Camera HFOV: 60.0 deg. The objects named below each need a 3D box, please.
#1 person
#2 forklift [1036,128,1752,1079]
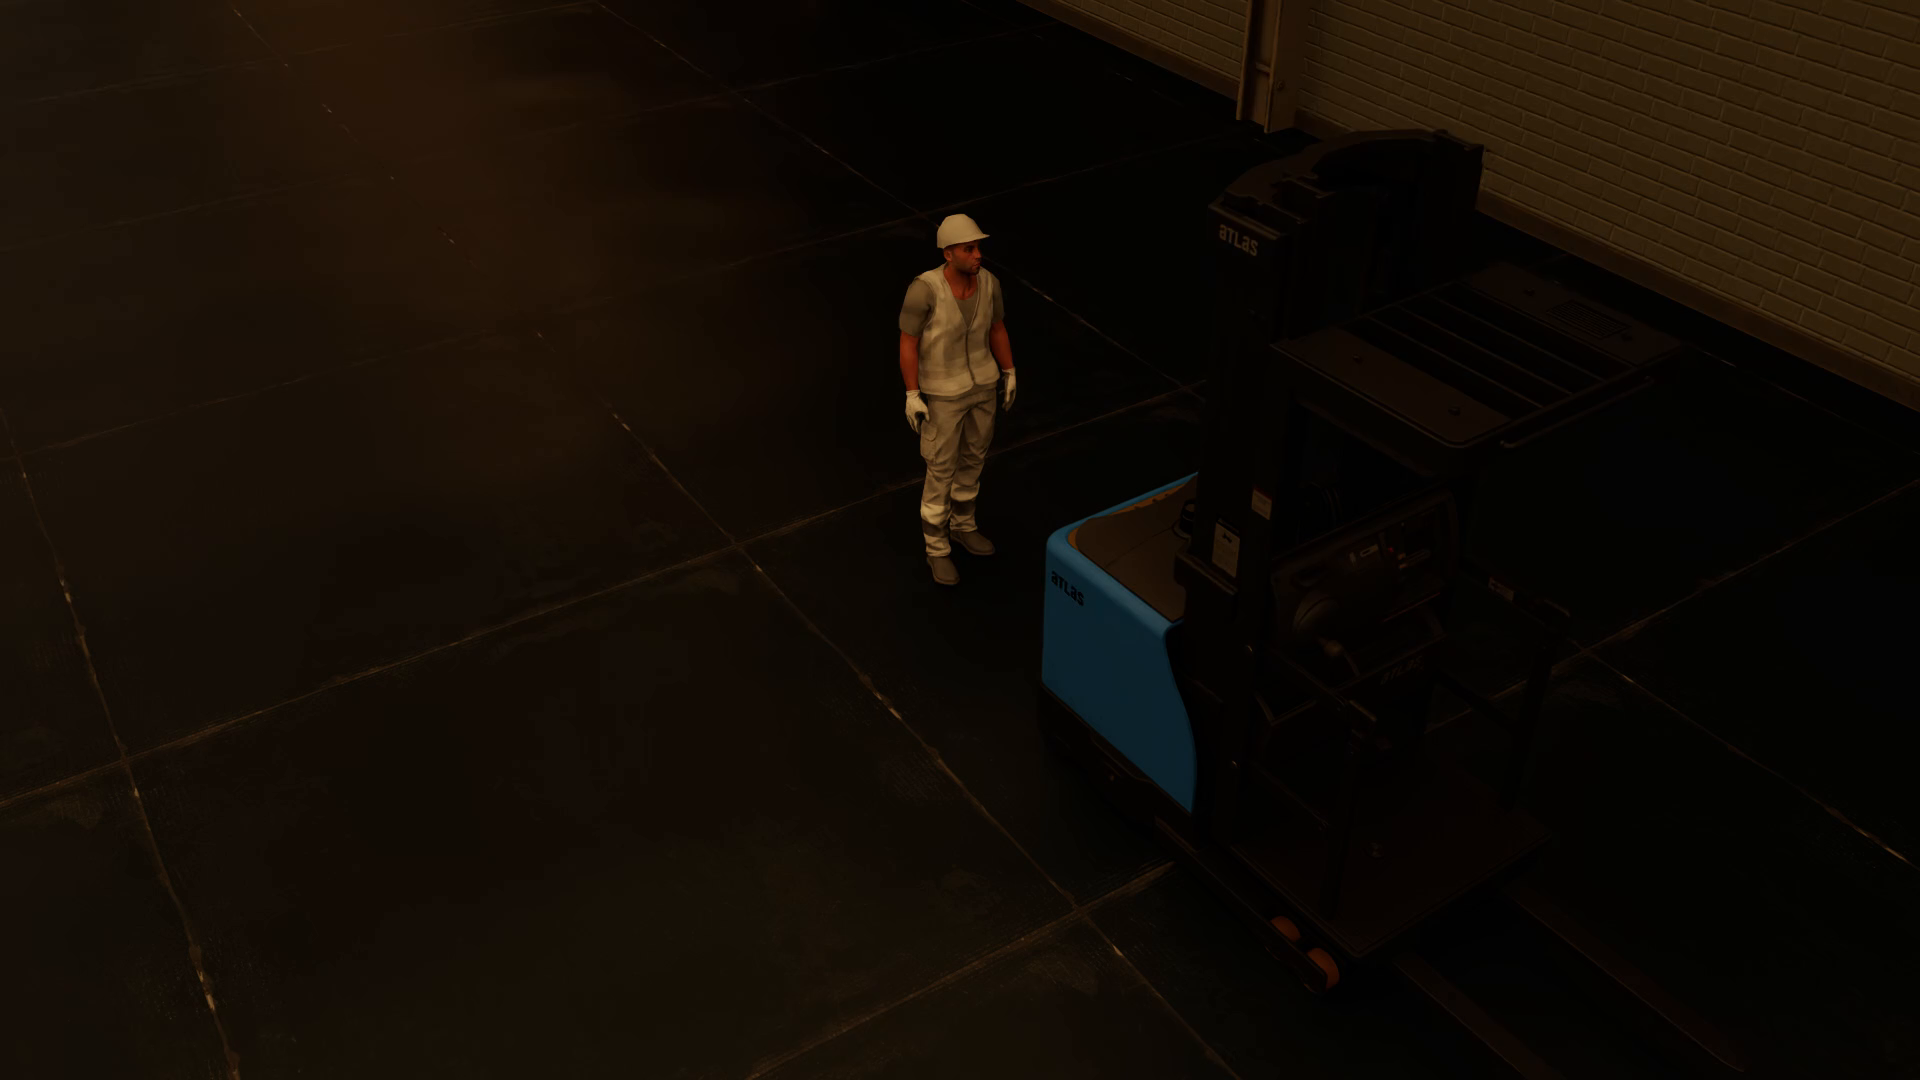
[{"bbox_3d":[0.035,-0.695,8.119,0.638,1.789,0.562,-21,40,-27],"label":"person"},{"bbox_3d":[1.596,0.188,5.879,1.130,2.935,3.031,-22,41,-28],"label":"forklift"}]
